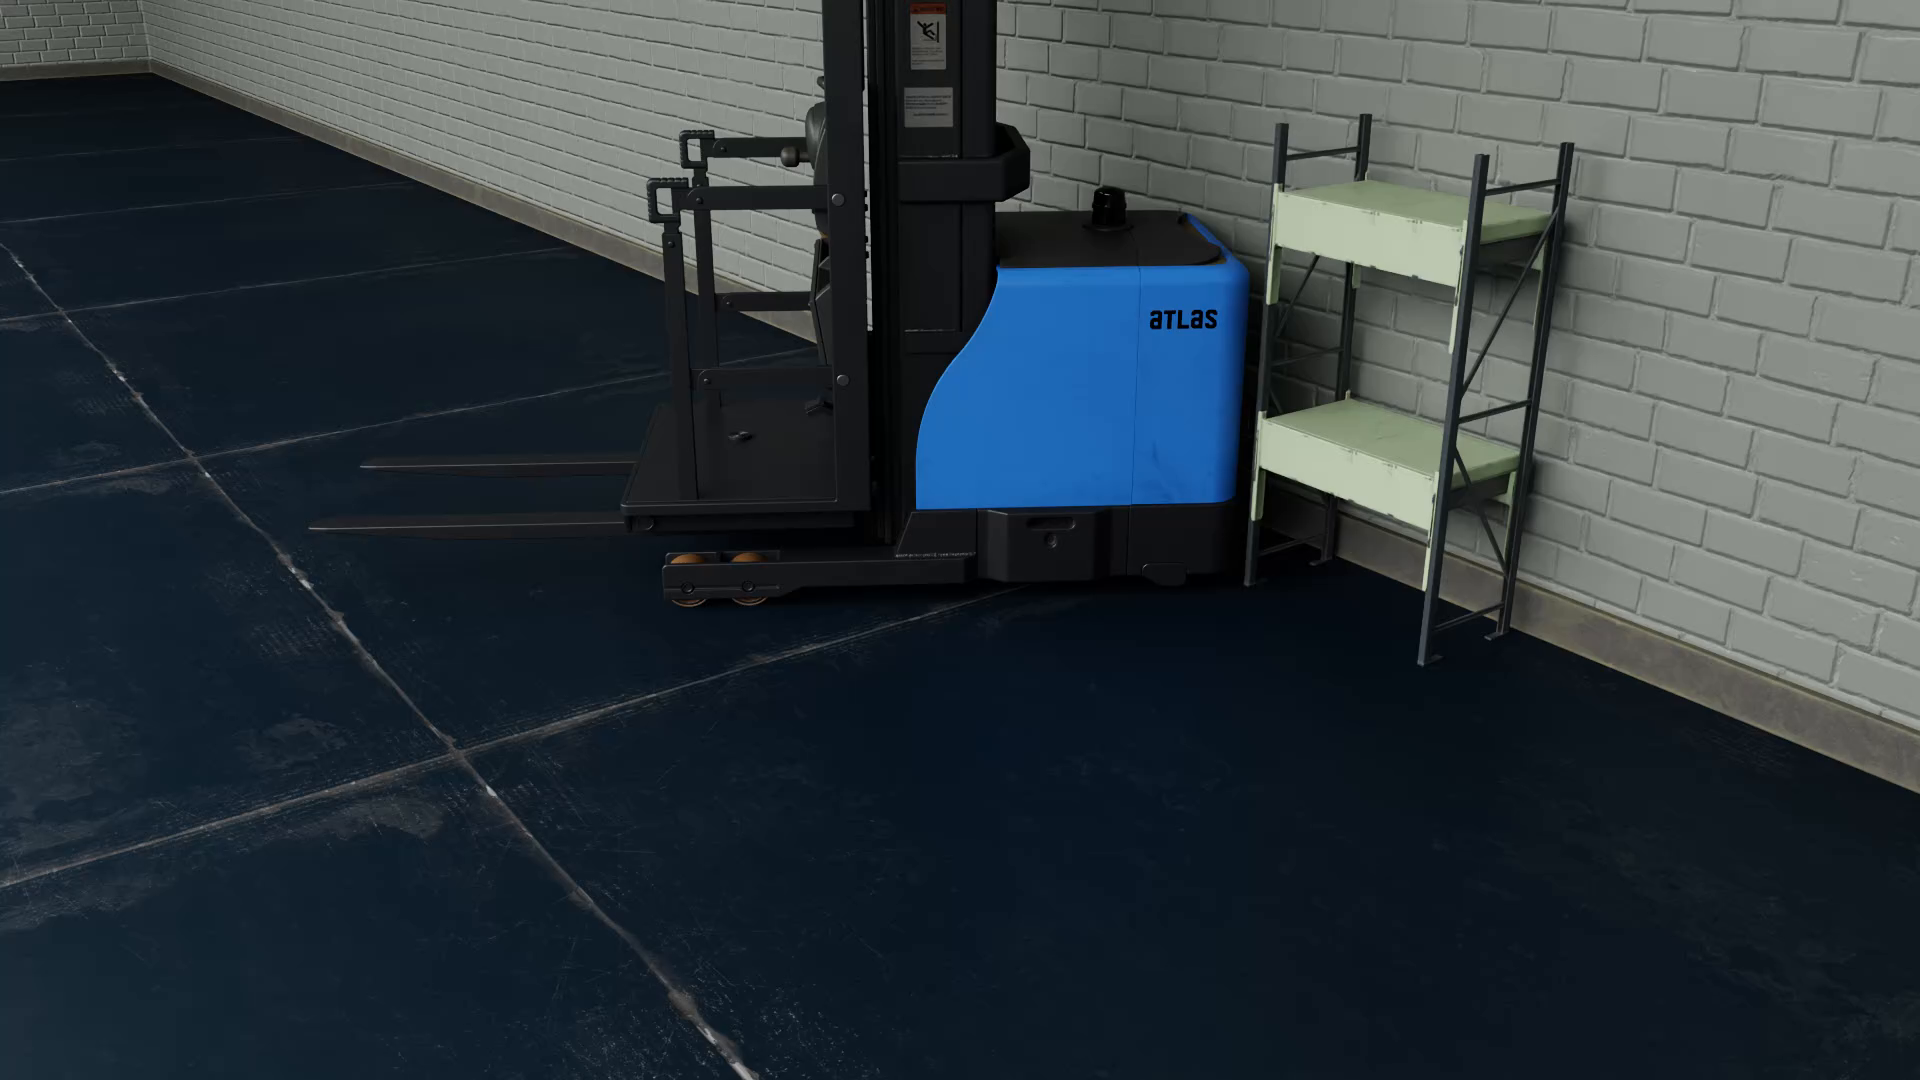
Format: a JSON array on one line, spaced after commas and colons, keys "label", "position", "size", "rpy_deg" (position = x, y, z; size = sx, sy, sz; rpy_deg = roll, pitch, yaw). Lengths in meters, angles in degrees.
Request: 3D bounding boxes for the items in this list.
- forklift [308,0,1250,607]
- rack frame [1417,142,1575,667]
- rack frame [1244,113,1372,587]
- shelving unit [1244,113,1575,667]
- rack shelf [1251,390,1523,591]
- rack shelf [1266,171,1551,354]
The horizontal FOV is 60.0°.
[{"label": "forklift", "position": [-0.622, -1.348, 5.319], "size": [3.031, 2.935, 1.130], "rpy_deg": [-1, 22, -3]}, {"label": "rack frame", "position": [1.535, -0.365, 4.788], "size": [0.400, 1.500, 0.023], "rpy_deg": [-15, 26, -33]}, {"label": "rack frame", "position": [1.112, -0.587, 5.343], "size": [0.400, 1.500, 0.023], "rpy_deg": [-15, 26, -33]}, {"label": "shelving unit", "position": [1.323, -0.476, 5.065], "size": [0.431, 1.500, 0.755], "rpy_deg": [-15, 26, -33]}, {"label": "rack shelf", "position": [1.323, -0.173, 5.186], "size": [0.431, 0.370, 0.720], "rpy_deg": [-15, 26, -33]}, {"label": "rack shelf", "position": [1.323, -0.838, 4.921], "size": [0.431, 0.370, 0.720], "rpy_deg": [-15, 26, -33]}]
